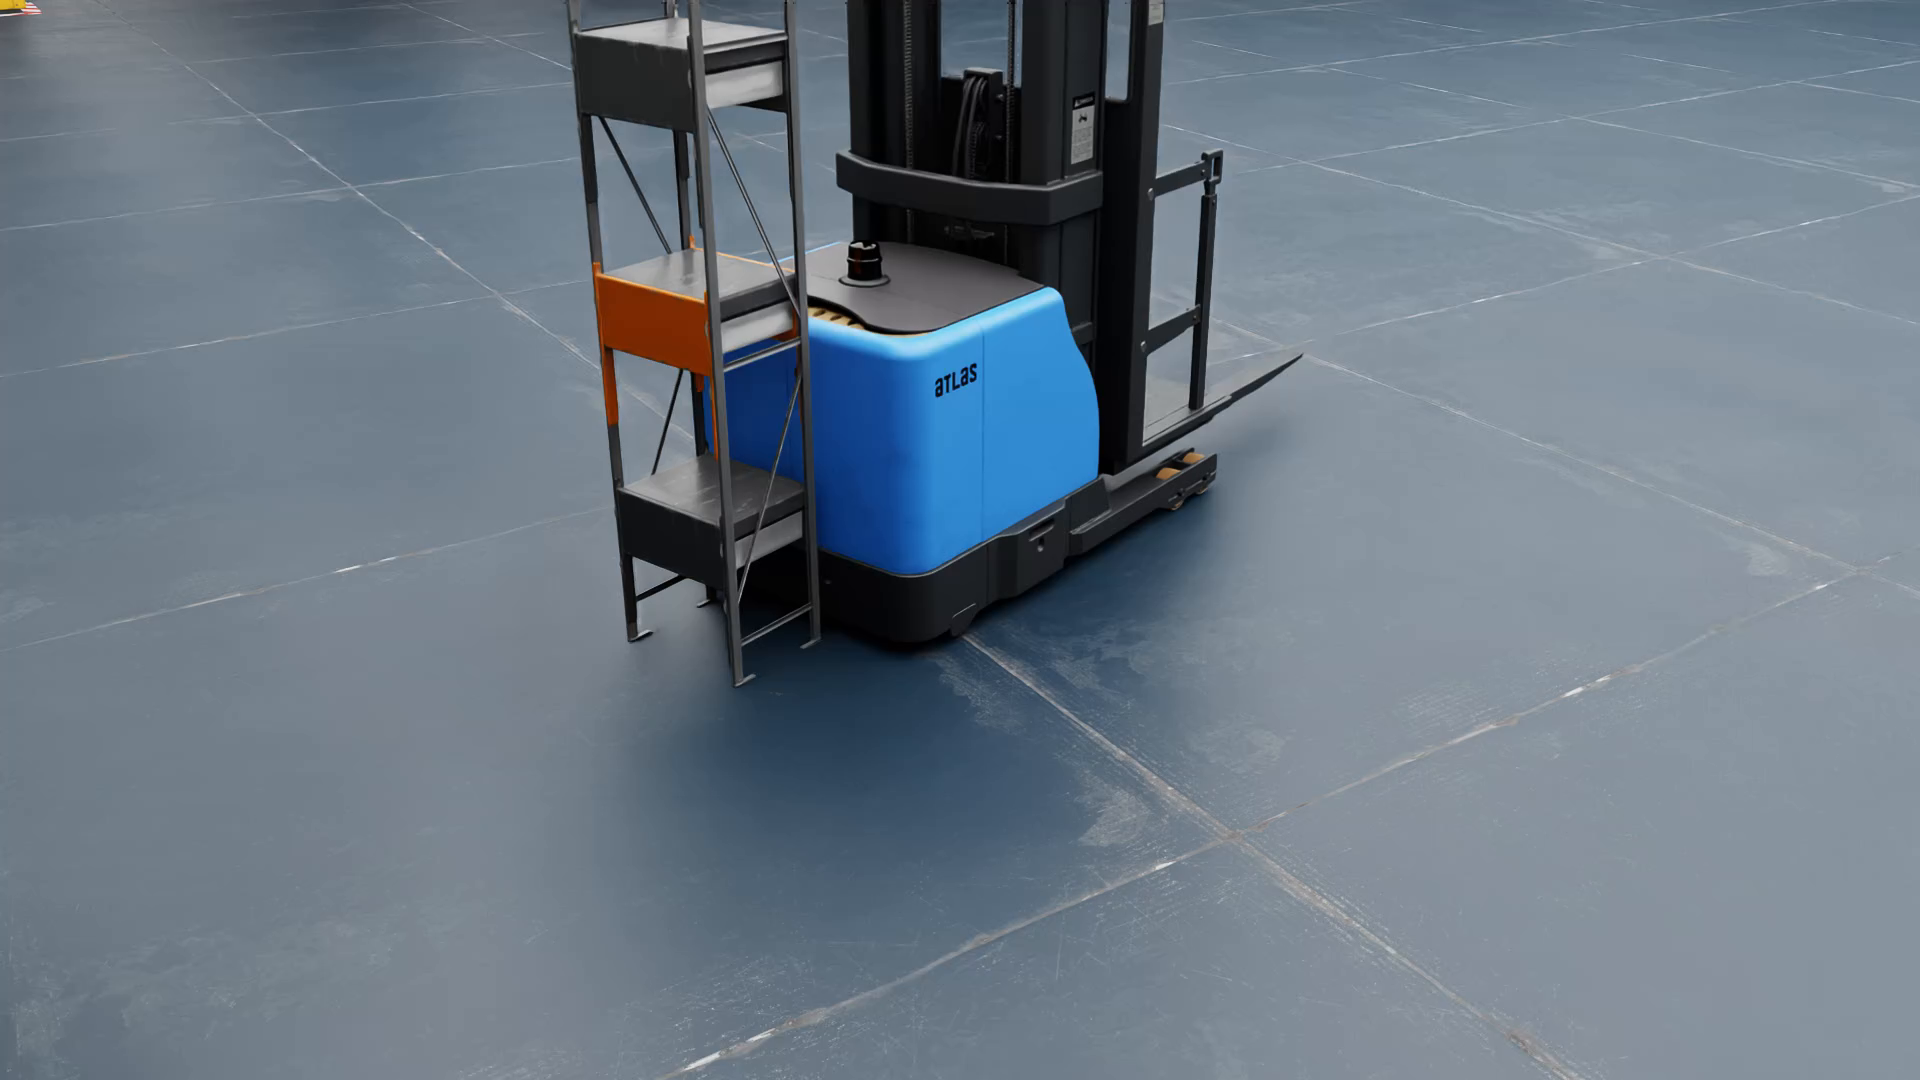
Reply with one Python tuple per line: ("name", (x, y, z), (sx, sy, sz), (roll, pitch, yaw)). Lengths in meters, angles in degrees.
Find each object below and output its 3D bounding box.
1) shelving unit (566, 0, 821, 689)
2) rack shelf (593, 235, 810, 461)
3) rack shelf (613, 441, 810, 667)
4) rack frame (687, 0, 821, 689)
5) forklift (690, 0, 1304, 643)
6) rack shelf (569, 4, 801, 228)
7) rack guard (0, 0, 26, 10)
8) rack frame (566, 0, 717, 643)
("shelving unit", (-0.783, -0.611, 5.086), (0.503, 2.100, 0.431), (18, 31, 34))
("rack shelf", (-0.783, -0.599, 5.091), (0.480, 0.518, 0.431), (18, 31, 34))
("rack shelf", (-0.783, 0.034, 5.390), (0.480, 0.518, 0.431), (18, 31, 34))
("rack frame", (-0.590, -0.548, 4.951), (0.015, 2.100, 0.400), (18, 31, 34))
("forklift", (0.370, -1.557, 6.114), (1.130, 2.935, 3.031), (18, 31, 34))
("rack shelf", (-0.783, -1.232, 4.793), (0.480, 0.518, 0.431), (18, 31, 34))
("rack guard", (-11.465, -6.355, 19.126), (1.175, 0.500, 0.348), (-16, 29, -30))
("rack frame", (-0.976, -0.675, 5.221), (0.015, 2.100, 0.400), (18, 31, 34))
